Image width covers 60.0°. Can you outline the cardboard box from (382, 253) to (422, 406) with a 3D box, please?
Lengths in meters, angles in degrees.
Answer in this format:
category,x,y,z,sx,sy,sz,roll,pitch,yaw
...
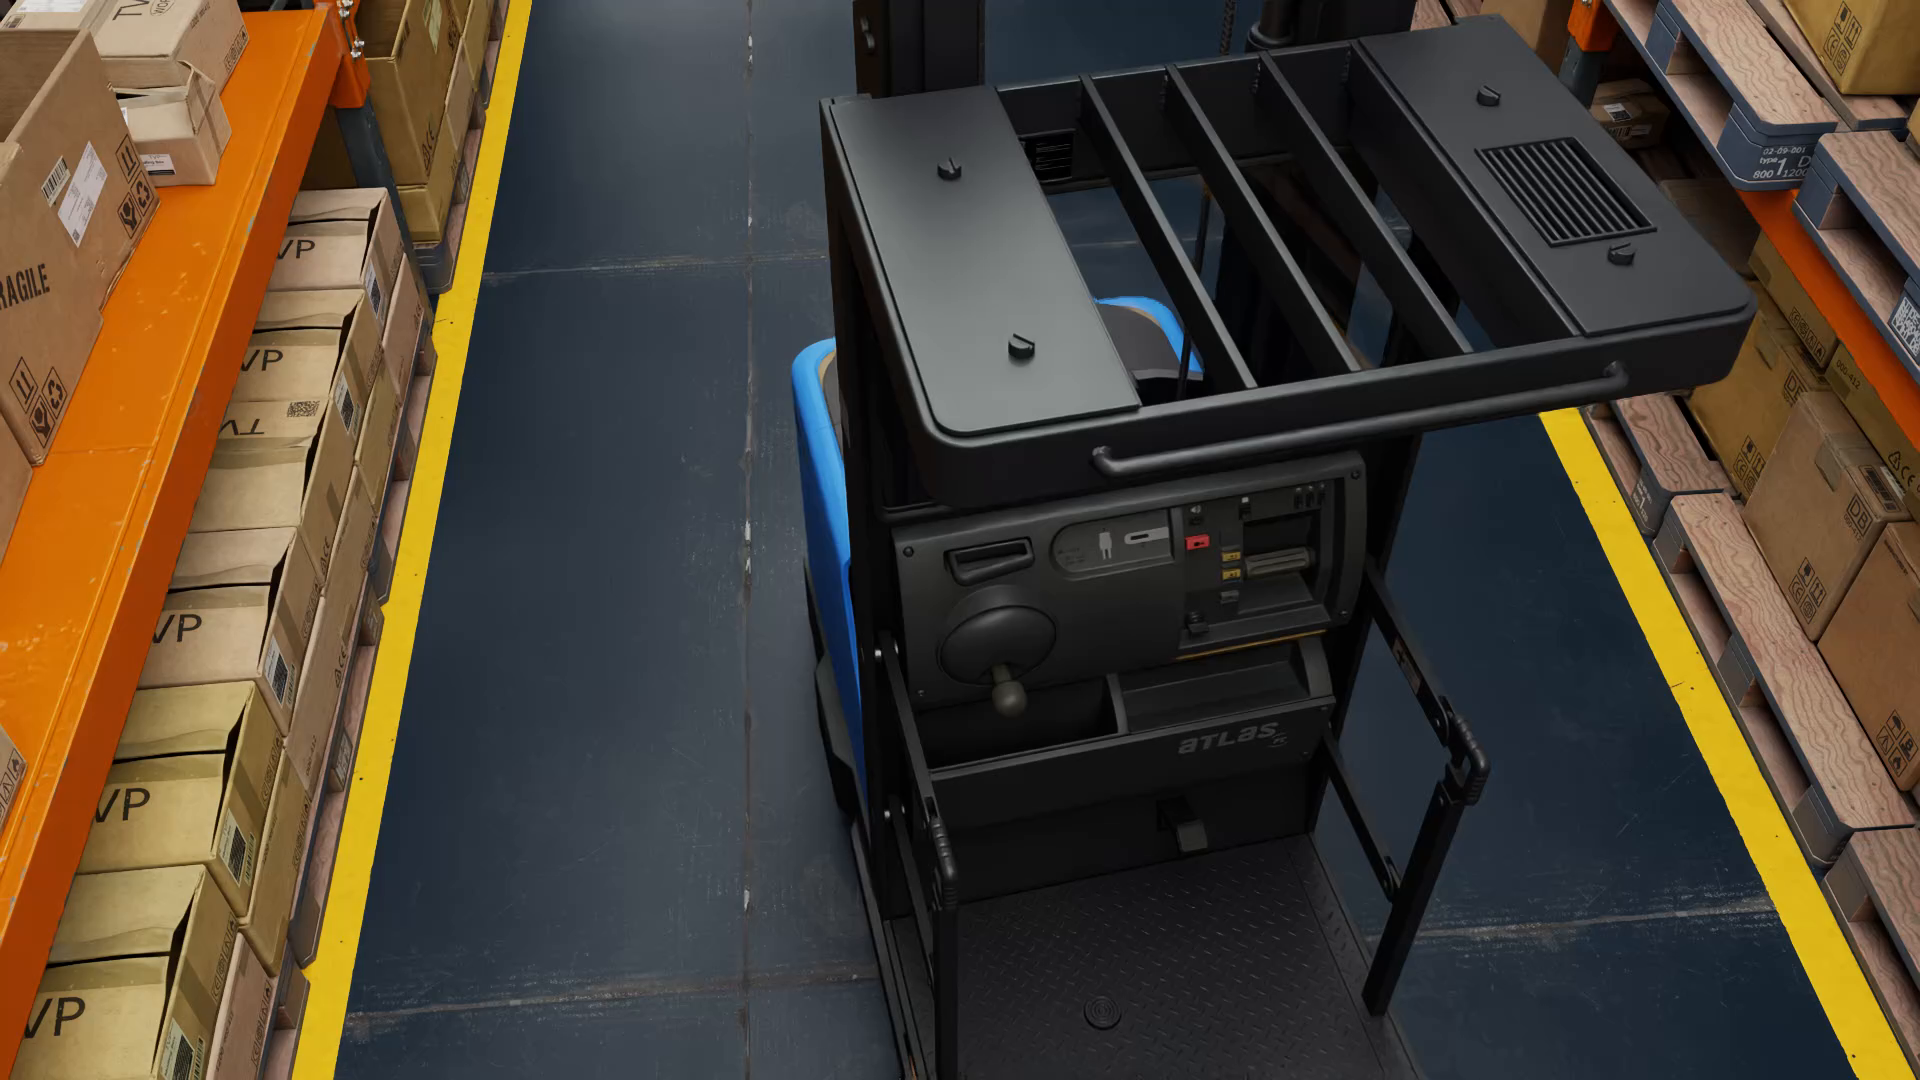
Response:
category,x,y,z,sx,sy,sz,roll,pitch,yaw
cardboard box,-2.068,-0.678,5.431,0.500,0.250,0.500,-4,47,-4

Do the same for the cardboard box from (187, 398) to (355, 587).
category,x,y,z,sx,sy,sz,roll,pitch,yaw
cardboard box,-1.983,-0.140,4.535,0.500,0.311,0.500,-4,47,-3

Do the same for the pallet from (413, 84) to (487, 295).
category,x,y,z,sx,sy,sz,roll,pitch,yaw
pallet,-2.417,-1.381,6.412,1.003,0.211,1.213,-3,47,-3

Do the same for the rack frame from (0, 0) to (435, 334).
category,x,y,z,sx,sy,sz,roll,pitch,yaw
rack frame,-2.392,-1.762,4.852,1.000,3.000,0.127,-3,47,-3

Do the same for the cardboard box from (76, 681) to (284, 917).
category,x,y,z,sx,sy,sz,roll,pitch,yaw
cardboard box,-1.901,0.595,3.839,0.500,0.311,0.500,-5,47,-4

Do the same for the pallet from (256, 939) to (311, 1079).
category,x,y,z,sx,sy,sz,roll,pitch,yaw
pallet,-2.087,1.493,3.690,1.003,0.211,1.213,-3,47,-3

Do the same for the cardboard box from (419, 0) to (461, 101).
category,x,y,z,sx,sy,sz,roll,pitch,yaw
cardboard box,-2.168,-1.934,6.104,0.500,0.500,0.500,-3,47,-3

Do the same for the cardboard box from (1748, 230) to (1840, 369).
category,x,y,z,sx,sy,sz,roll,pitch,yaw
cardboard box,2.663,-0.765,4.811,0.500,0.250,0.500,-4,47,-4

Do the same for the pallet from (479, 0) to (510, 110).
category,x,y,z,sx,sy,sz,roll,pitch,yaw
pallet,-2.522,-2.265,7.250,1.003,0.211,1.213,-3,47,-3

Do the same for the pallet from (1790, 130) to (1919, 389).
category,x,y,z,sx,sy,sz,roll,pitch,yaw
pallet,2.672,-0.535,3.823,1.003,0.211,1.213,-3,47,-3

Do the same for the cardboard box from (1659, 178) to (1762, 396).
category,x,y,z,sx,sy,sz,roll,pitch,yaw
cardboard box,2.622,-0.826,5.385,0.700,0.500,0.500,-2,47,-2

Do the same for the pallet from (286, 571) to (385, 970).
category,x,y,z,sx,sy,sz,roll,pitch,yaw
pallet,-2.186,0.613,4.524,1.003,0.211,1.213,-3,47,-3

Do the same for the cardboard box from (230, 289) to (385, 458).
category,x,y,z,sx,sy,sz,roll,pitch,yaw
cardboard box,-2.022,-0.502,4.877,0.500,0.311,0.500,-2,47,-2

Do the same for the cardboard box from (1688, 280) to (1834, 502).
category,x,y,z,sx,sy,sz,roll,pitch,yaw
cardboard box,2.716,-0.455,5.033,0.700,0.500,0.500,-4,47,-4

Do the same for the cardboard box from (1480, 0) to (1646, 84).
category,x,y,z,sx,sy,sz,roll,pitch,yaw
cardboard box,2.417,-2.106,6.597,0.500,0.500,0.500,-7,47,-6

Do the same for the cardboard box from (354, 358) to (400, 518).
category,x,y,z,sx,sy,sz,roll,pitch,yaw
cardboard box,-2.028,-0.312,5.084,0.500,0.250,0.500,-4,47,-4

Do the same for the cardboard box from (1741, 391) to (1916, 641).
category,x,y,z,sx,sy,sz,roll,pitch,yaw
cardboard box,2.718,-0.083,4.681,0.700,0.500,0.500,-3,47,-3

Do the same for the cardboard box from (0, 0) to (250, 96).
category,x,y,z,sx,sy,sz,roll,pitch,yaw
cardboard box,-2.307,-1.356,4.572,0.500,0.250,0.500,-1,47,-1

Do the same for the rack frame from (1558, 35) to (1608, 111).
category,x,y,z,sx,sy,sz,roll,pitch,yaw
rack frame,2.544,-2.065,5.140,1.000,3.000,0.127,-3,47,-3

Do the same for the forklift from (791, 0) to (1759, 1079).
category,x,y,z,sx,sy,sz,roll,pitch,yaw
forklift,0.391,0.186,3.055,1.130,2.935,3.031,-10,47,-9

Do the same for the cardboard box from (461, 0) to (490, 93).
category,x,y,z,sx,sy,sz,roll,pitch,yaw
cardboard box,-2.202,-2.039,6.719,0.500,0.250,0.500,-3,47,-3

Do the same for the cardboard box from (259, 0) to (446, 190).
category,x,y,z,sx,sy,sz,roll,pitch,yaw
cardboard box,-2.119,-1.573,5.762,0.500,0.500,0.500,-3,47,-3

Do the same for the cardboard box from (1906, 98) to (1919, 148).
category,x,y,z,sx,sy,sz,roll,pitch,yaw
cardboard box,2.679,-1.001,3.761,0.700,0.500,0.500,2,47,2

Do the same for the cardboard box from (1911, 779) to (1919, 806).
category,x,y,z,sx,sy,sz,roll,pitch,yaw
cardboard box,2.839,0.639,3.997,0.700,0.500,0.500,-4,47,-3

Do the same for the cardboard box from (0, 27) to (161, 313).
category,x,y,z,sx,sy,sz,roll,pitch,yaw
cardboard box,-2.300,-0.858,3.928,0.500,0.500,0.500,0,47,0

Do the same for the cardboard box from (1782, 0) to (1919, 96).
category,x,y,z,sx,sy,sz,roll,pitch,yaw
cardboard box,2.592,-1.476,4.210,0.700,0.500,0.500,1,47,1

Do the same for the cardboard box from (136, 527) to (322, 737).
category,x,y,z,sx,sy,sz,roll,pitch,yaw
cardboard box,-1.945,0.223,4.191,0.500,0.311,0.500,-4,47,-4

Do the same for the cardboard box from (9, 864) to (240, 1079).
category,x,y,z,sx,sy,sz,roll,pitch,yaw
cardboard box,-1.861,0.964,3.489,0.500,0.311,0.500,-5,47,-4

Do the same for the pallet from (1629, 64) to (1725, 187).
category,x,y,z,sx,sy,sz,roll,pitch,yaw
pallet,2.453,-1.590,6.611,1.003,0.211,1.213,-3,47,-3

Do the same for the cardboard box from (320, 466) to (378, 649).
category,x,y,z,sx,sy,sz,roll,pitch,yaw
cardboard box,-1.984,0.058,4.734,0.500,0.250,0.500,-3,47,-2

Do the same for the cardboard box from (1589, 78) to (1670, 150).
category,x,y,z,sx,sy,sz,roll,pitch,yaw
cardboard box,2.469,-1.628,6.374,0.380,0.166,0.250,-9,47,-8

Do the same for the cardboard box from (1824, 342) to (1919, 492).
category,x,y,z,sx,sy,sz,roll,pitch,yaw
cardboard box,2.710,-0.389,4.454,0.500,0.250,0.500,-5,47,-4

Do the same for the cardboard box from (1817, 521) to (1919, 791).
category,x,y,z,sx,sy,sz,roll,pitch,yaw
cardboard box,2.770,0.282,4.336,0.700,0.500,0.500,-4,47,-4

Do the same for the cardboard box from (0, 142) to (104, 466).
category,x,y,z,sx,sy,sz,roll,pitch,yaw
cardboard box,-2.258,-0.496,3.585,0.500,0.500,0.500,-3,47,-3

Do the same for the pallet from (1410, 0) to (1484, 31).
category,x,y,z,sx,sy,sz,roll,pitch,yaw
pallet,2.347,-2.475,7.449,1.003,0.211,1.213,-3,47,-3

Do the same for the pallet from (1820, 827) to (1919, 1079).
category,x,y,z,sx,sy,sz,roll,pitch,yaw
pallet,2.815,1.222,3.947,1.003,0.211,1.213,-3,47,-3

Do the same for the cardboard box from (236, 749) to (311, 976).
category,x,y,z,sx,sy,sz,roll,pitch,yaw
cardboard box,-1.901,0.797,4.033,0.500,0.250,0.500,-5,47,-4

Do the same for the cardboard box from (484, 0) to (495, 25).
category,x,y,z,sx,sy,sz,roll,pitch,yaw
cardboard box,-2.250,-2.400,7.062,0.500,0.250,0.500,-3,47,-3

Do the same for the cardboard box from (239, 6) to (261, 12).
category,x,y,z,sx,sy,sz,roll,pitch,yaw
cardboard box,-2.679,-1.903,6.074,0.500,0.500,0.500,-3,47,-3

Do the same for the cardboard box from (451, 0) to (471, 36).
category,x,y,z,sx,sy,sz,roll,pitch,yaw
cardboard box,-2.203,-2.296,6.447,0.500,0.500,0.500,-3,47,-3

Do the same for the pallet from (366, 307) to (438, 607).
category,x,y,z,sx,sy,sz,roll,pitch,yaw
pallet,-2.291,-0.272,5.362,1.003,0.211,1.213,-3,47,-3

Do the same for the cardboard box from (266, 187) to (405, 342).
category,x,y,z,sx,sy,sz,roll,pitch,yaw
cardboard box,-2.072,-0.878,5.234,0.500,0.311,0.500,-3,47,-3

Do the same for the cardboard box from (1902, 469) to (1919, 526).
category,x,y,z,sx,sy,sz,roll,pitch,yaw
cardboard box,2.733,-0.027,4.111,0.500,0.250,0.500,-4,47,-3

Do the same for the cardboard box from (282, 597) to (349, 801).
category,x,y,z,sx,sy,sz,roll,pitch,yaw
cardboard box,-1.943,0.426,4.385,0.500,0.250,0.500,-3,47,-2

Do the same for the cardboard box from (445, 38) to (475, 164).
category,x,y,z,sx,sy,sz,roll,pitch,yaw
cardboard box,-2.165,-1.676,6.376,0.500,0.250,0.500,-3,47,-3

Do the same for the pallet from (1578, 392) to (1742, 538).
category,x,y,z,sx,sy,sz,roll,pitch,yaw
pallet,2.611,-0.543,5.619,1.003,0.211,1.213,-3,47,-3

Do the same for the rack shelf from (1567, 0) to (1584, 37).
category,x,y,z,sx,sy,sz,roll,pitch,yaw
rack shelf,2.377,-3.265,6.772,1.077,0.370,4.000,-3,47,-3

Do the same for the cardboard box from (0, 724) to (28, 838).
category,x,y,z,sx,sy,sz,roll,pitch,yaw
cardboard box,-1.939,0.504,2.768,0.500,0.311,0.500,-4,47,-4

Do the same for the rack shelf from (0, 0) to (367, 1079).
category,x,y,z,sx,sy,sz,roll,pitch,yaw
rack shelf,-2.224,-0.067,3.743,1.077,0.370,4.000,-3,47,-3

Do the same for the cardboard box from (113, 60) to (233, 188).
category,x,y,z,sx,sy,sz,roll,pitch,yaw
cardboard box,-2.135,-1.090,4.309,0.396,0.266,0.258,-5,47,-4

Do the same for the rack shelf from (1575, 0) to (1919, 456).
category,x,y,z,sx,sy,sz,roll,pitch,yaw
rack shelf,2.712,-0.371,4.031,1.077,0.370,4.000,-3,47,-3

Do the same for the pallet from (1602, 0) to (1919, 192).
category,x,y,z,sx,sy,sz,roll,pitch,yaw
pallet,2.463,-1.438,4.678,1.003,0.211,1.213,-3,47,-3

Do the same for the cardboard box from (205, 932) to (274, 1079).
category,x,y,z,sx,sy,sz,roll,pitch,yaw
cardboard box,-1.851,1.173,3.678,0.500,0.250,0.500,-5,47,-4

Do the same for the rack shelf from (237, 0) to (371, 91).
category,x,y,z,sx,sy,sz,roll,pitch,yaw
rack shelf,-2.559,-2.961,6.484,1.077,0.370,4.000,-3,47,-3

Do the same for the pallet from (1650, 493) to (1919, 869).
category,x,y,z,sx,sy,sz,roll,pitch,yaw
pallet,2.716,0.341,4.781,1.003,0.211,1.213,-3,47,-3

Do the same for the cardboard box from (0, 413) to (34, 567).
category,x,y,z,sx,sy,sz,roll,pitch,yaw
cardboard box,-2.214,-0.115,3.224,0.500,0.500,0.500,-6,47,-5

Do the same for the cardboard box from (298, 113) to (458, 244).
category,x,y,z,sx,sy,sz,roll,pitch,yaw
cardboard box,-2.129,-1.314,6.033,0.500,0.250,0.500,-3,47,-3
